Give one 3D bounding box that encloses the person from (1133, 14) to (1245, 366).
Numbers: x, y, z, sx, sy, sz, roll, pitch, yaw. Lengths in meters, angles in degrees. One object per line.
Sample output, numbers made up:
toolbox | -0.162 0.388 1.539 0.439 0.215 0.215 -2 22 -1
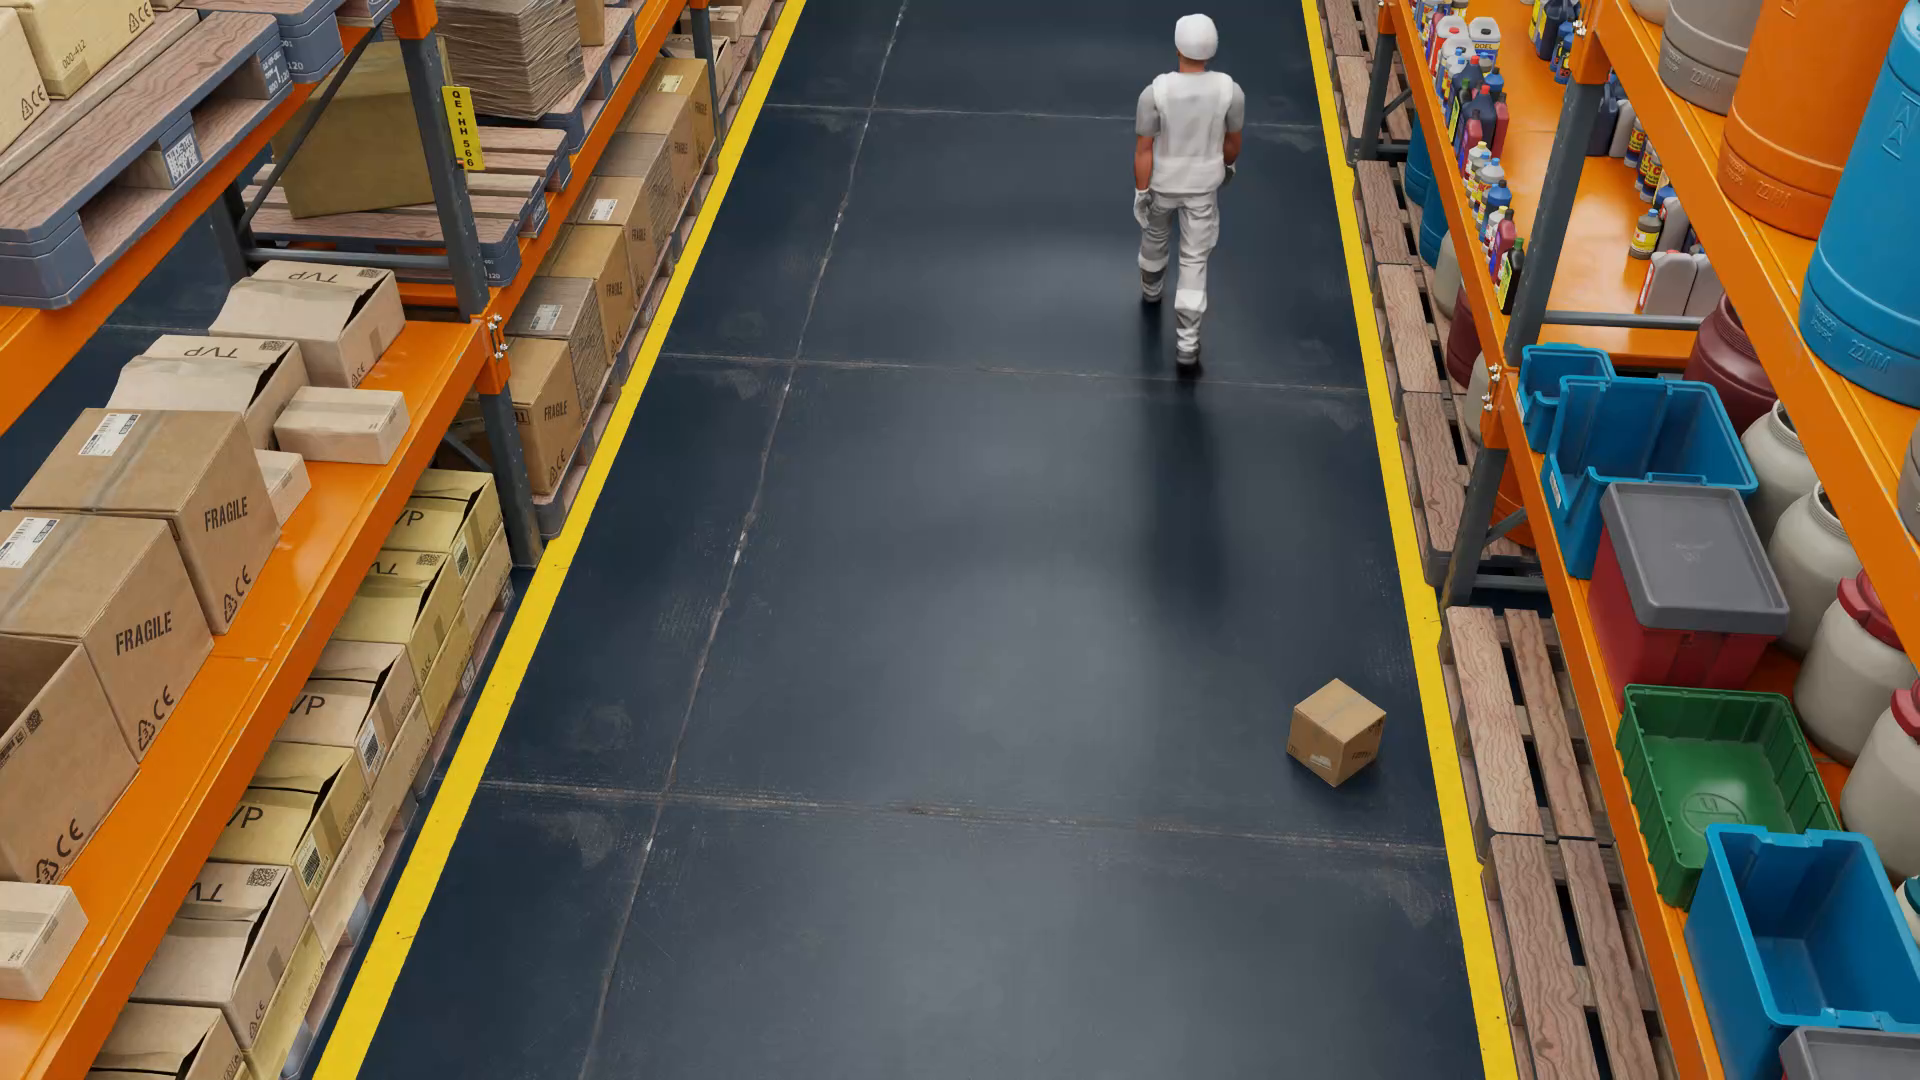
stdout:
person | 1.124 -1.818 8.331 0.533 1.747 1.028 3 40 4
